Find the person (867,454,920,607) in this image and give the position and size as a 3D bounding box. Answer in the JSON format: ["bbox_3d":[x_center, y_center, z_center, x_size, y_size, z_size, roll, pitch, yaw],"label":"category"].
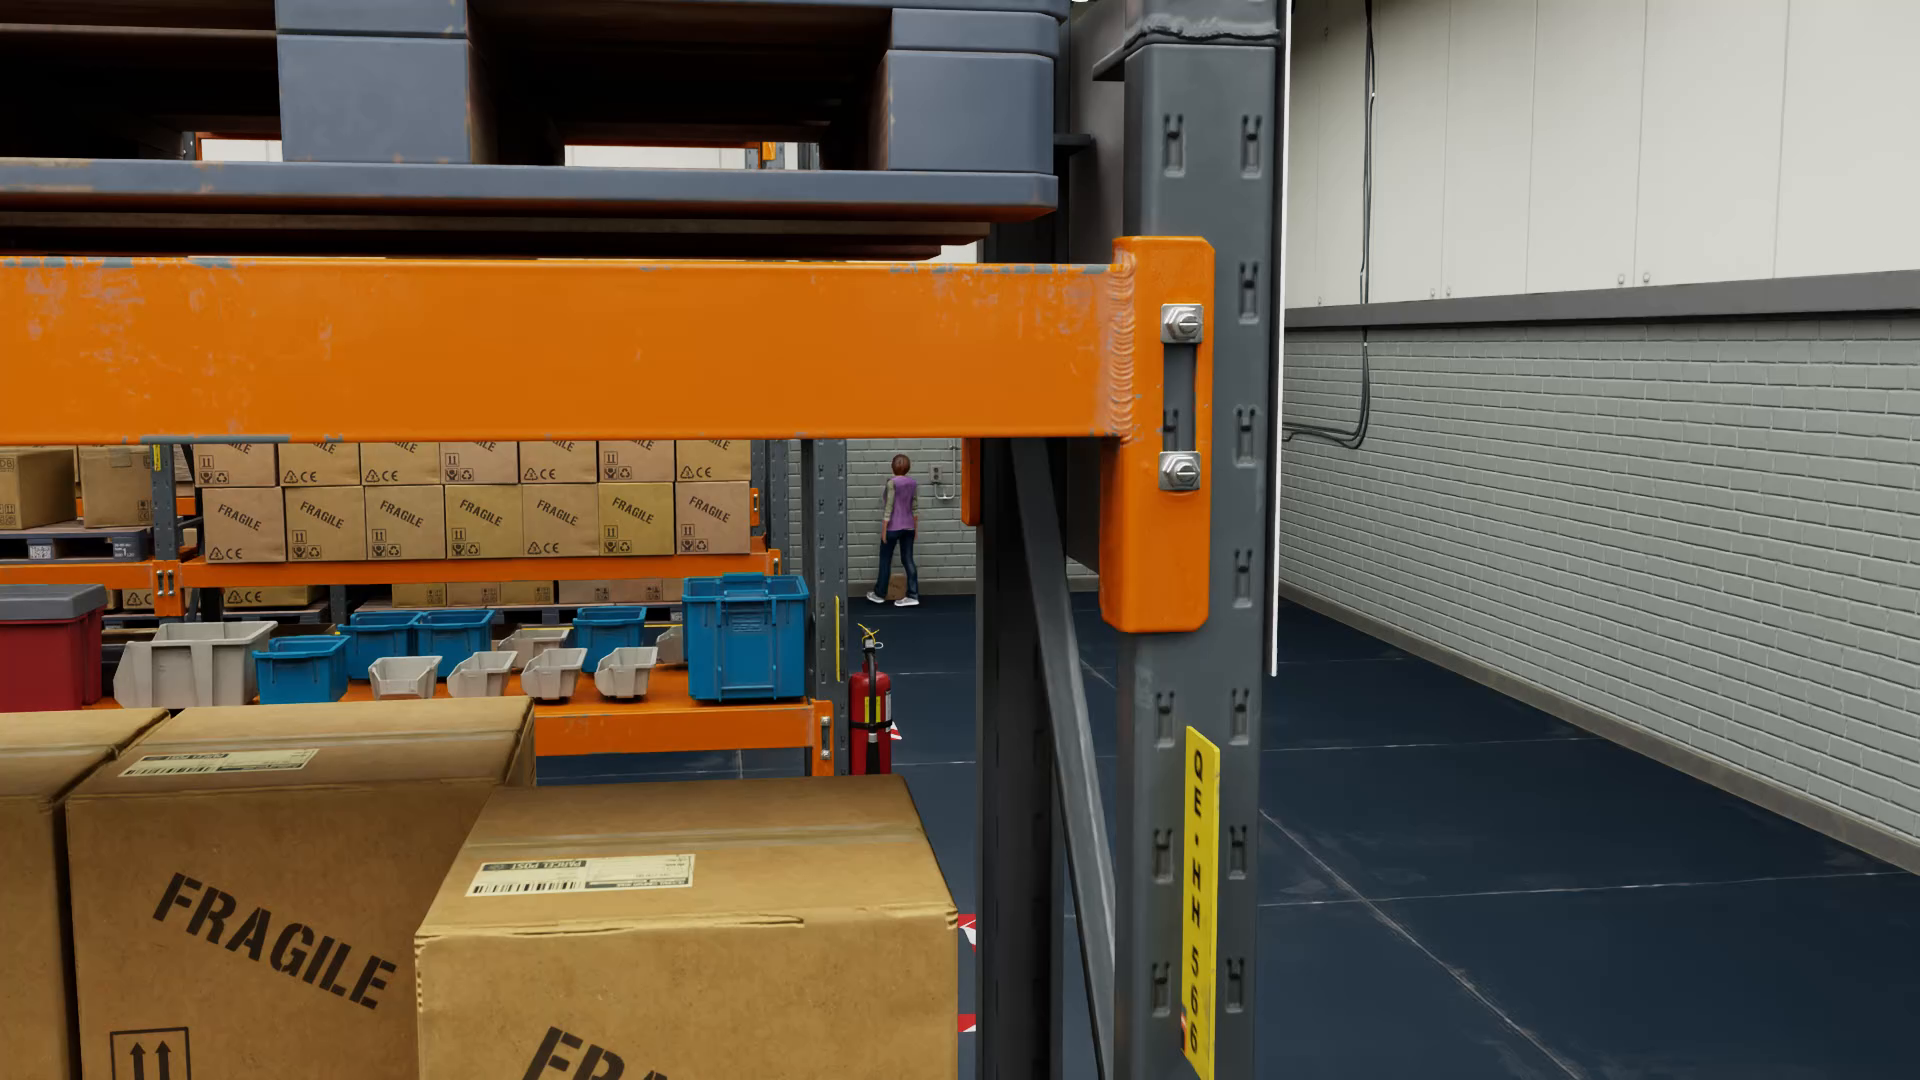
[{"bbox_3d":[-0.695,-0.113,17.432,0.445,1.590,0.678,-5,8,-38],"label":"person"}]
